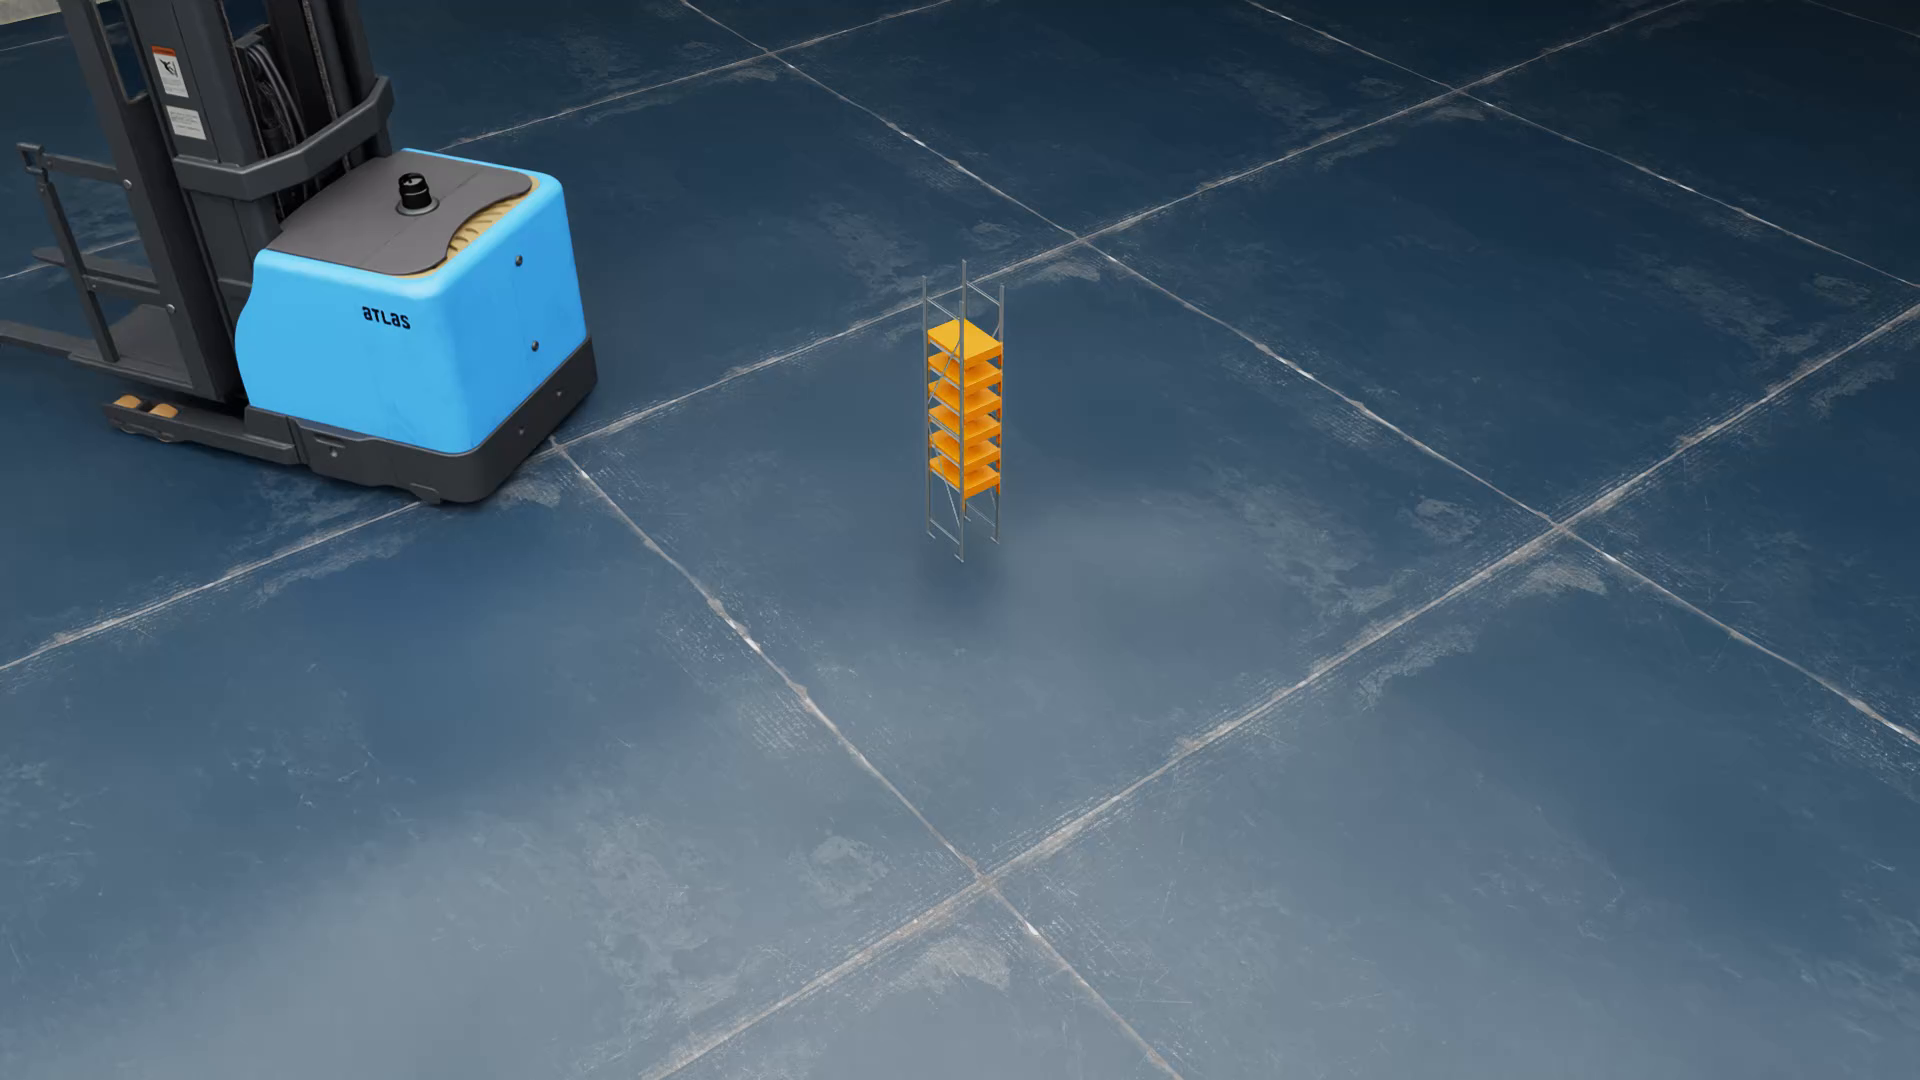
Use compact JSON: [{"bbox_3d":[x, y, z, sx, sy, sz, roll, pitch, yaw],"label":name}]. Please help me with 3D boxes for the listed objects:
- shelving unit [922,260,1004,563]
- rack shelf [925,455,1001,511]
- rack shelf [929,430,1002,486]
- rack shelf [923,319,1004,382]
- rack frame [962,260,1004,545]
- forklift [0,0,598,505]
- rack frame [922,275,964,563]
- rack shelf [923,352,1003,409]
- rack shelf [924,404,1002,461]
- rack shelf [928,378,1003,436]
[{"bbox_3d":[0.011,-0.469,6.376,0.189,1.200,0.258,-26,46,-28],"label":"shelving unit"},{"bbox_3d":[0.011,-0.250,6.557,0.180,0.103,0.258,-26,46,-28],"label":"rack shelf"},{"bbox_3d":[0.011,-0.342,6.481,0.180,0.103,0.258,-26,46,-28],"label":"rack shelf"},{"bbox_3d":[0.011,-0.713,6.176,0.180,0.103,0.258,-26,46,-28],"label":"rack shelf"},{"bbox_3d":[0.084,-0.505,6.419,0.006,1.200,0.240,-26,46,-28],"label":"rack frame"},{"bbox_3d":[-3.208,-1.858,6.704,3.031,2.935,1.130,13,41,16],"label":"forklift"},{"bbox_3d":[-0.061,-0.434,6.333,0.006,1.200,0.240,-26,46,-28],"label":"rack frame"},{"bbox_3d":[0.011,-0.621,6.252,0.180,0.103,0.258,-26,46,-28],"label":"rack shelf"},{"bbox_3d":[0.011,-0.435,6.404,0.180,0.103,0.258,-26,46,-28],"label":"rack shelf"},{"bbox_3d":[0.011,-0.528,6.328,0.180,0.103,0.258,-26,46,-28],"label":"rack shelf"}]
